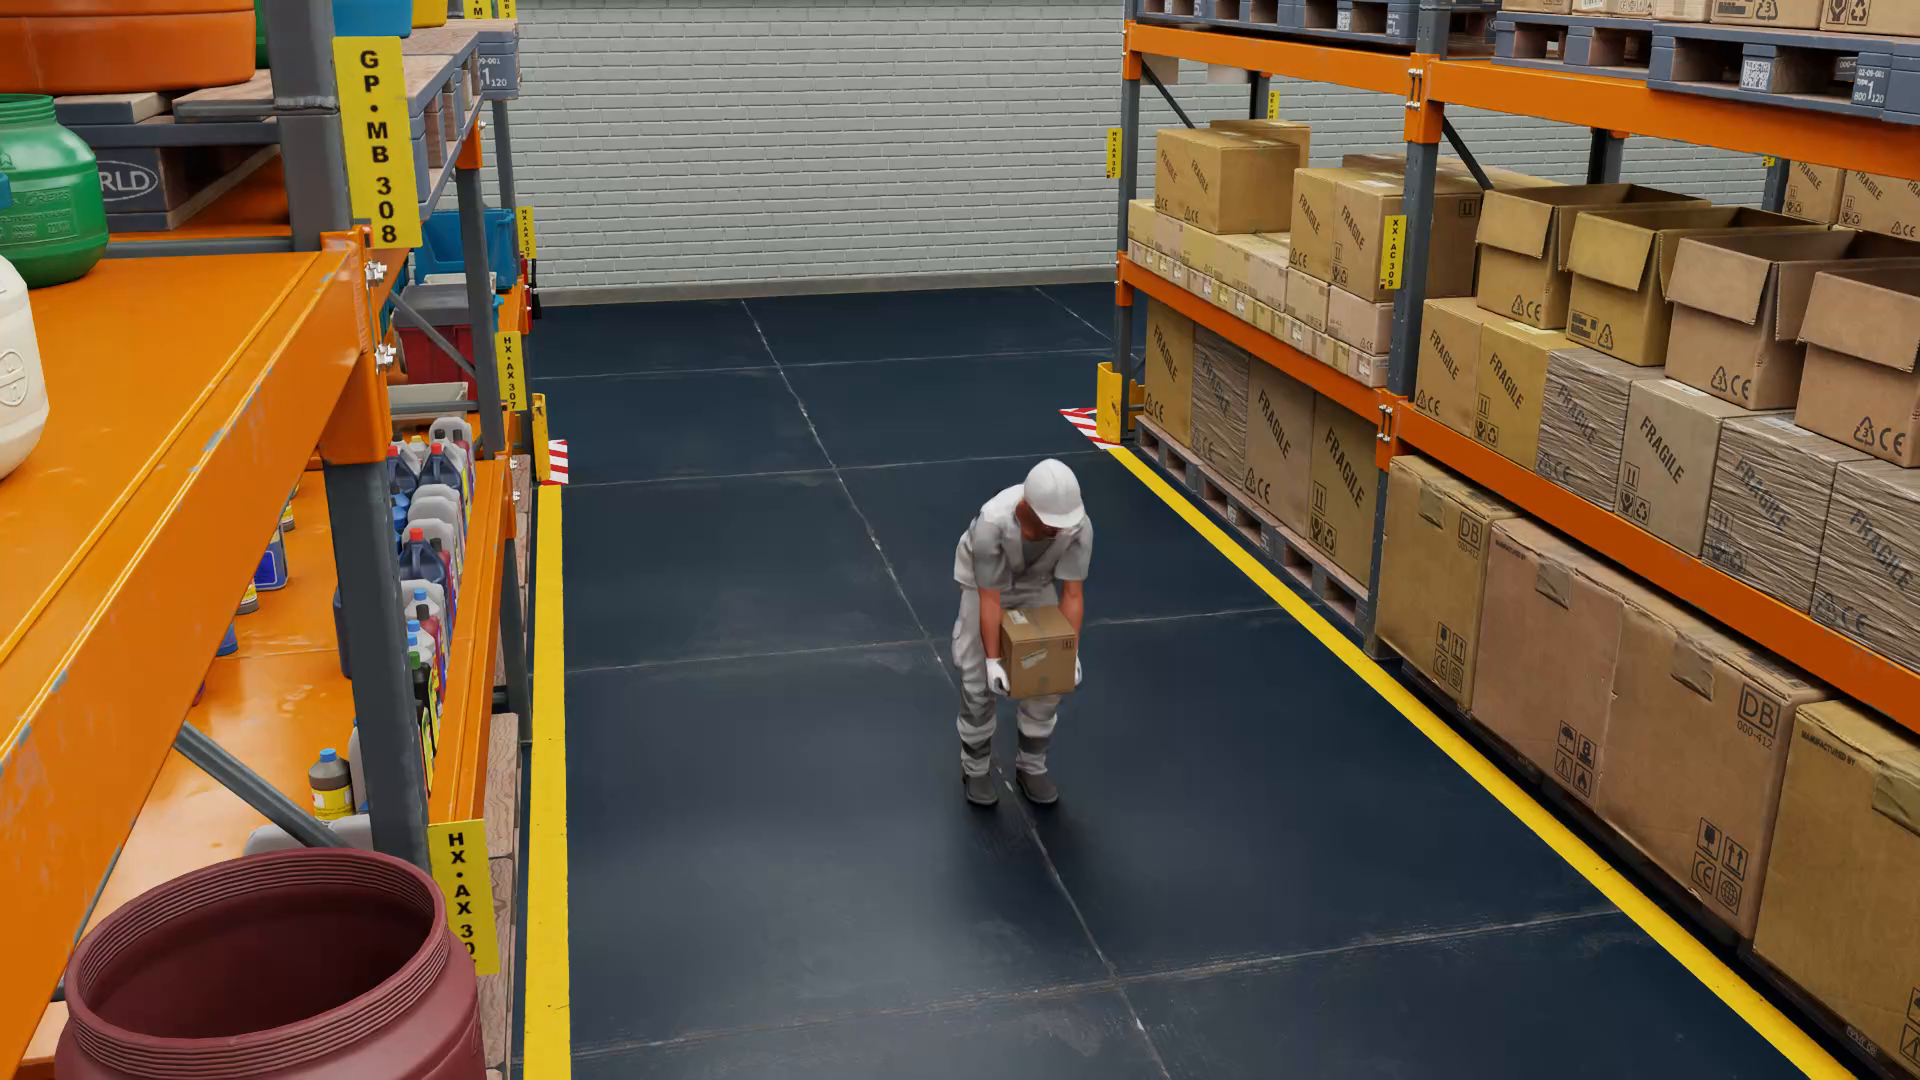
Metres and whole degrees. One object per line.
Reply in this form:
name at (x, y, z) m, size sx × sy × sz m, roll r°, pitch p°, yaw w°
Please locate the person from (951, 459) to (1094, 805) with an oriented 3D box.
person at (0.248, 0.352, 6.421) m, size 0.492 × 1.528 × 0.822 m, roll -5°, pitch 20°, yaw -14°
